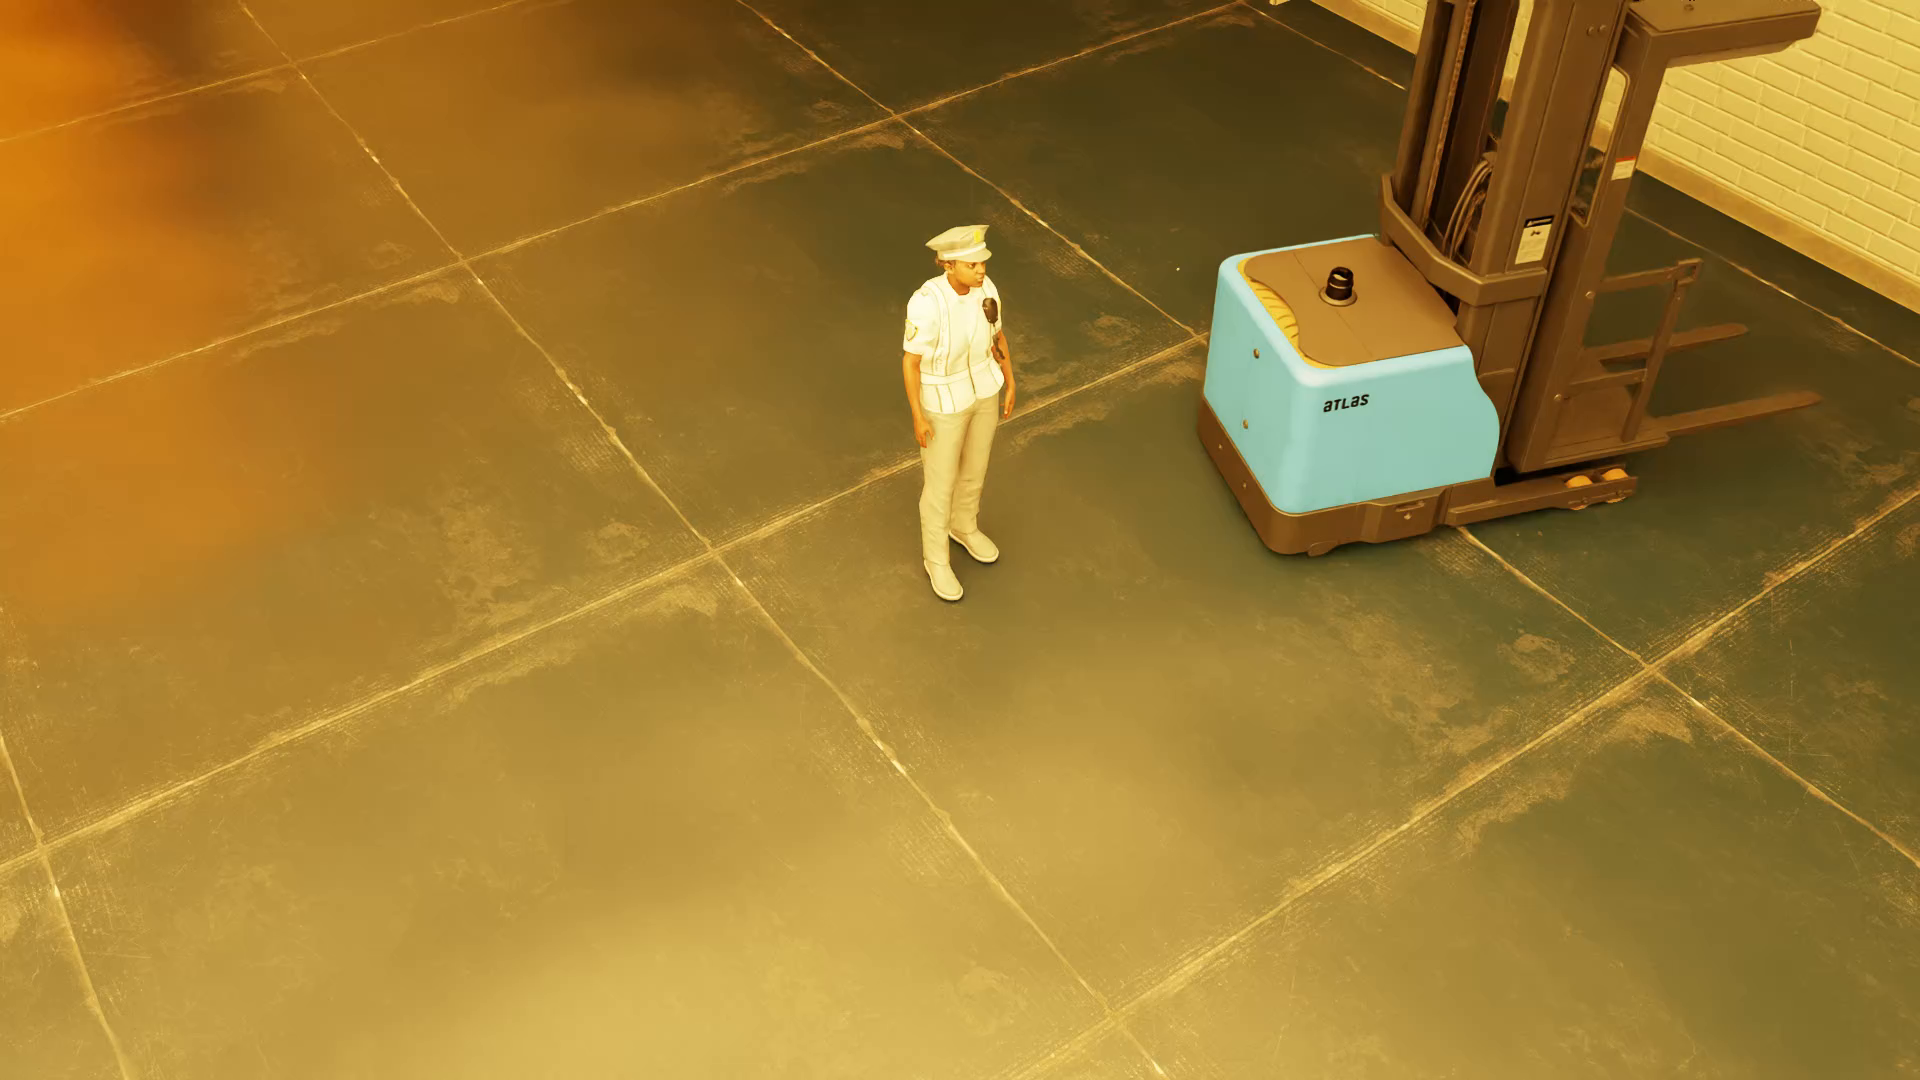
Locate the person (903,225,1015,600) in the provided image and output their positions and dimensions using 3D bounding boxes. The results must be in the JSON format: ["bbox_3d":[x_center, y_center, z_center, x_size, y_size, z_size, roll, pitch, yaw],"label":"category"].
[{"bbox_3d":[0.027,-0.579,7.246,0.570,1.695,0.530,-25,48,-25],"label":"person"}]

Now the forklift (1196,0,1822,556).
[{"bbox_3d":[2.764,-1.560,7.408,3.031,2.935,1.130,-11,44,-11],"label":"forklift"}]
